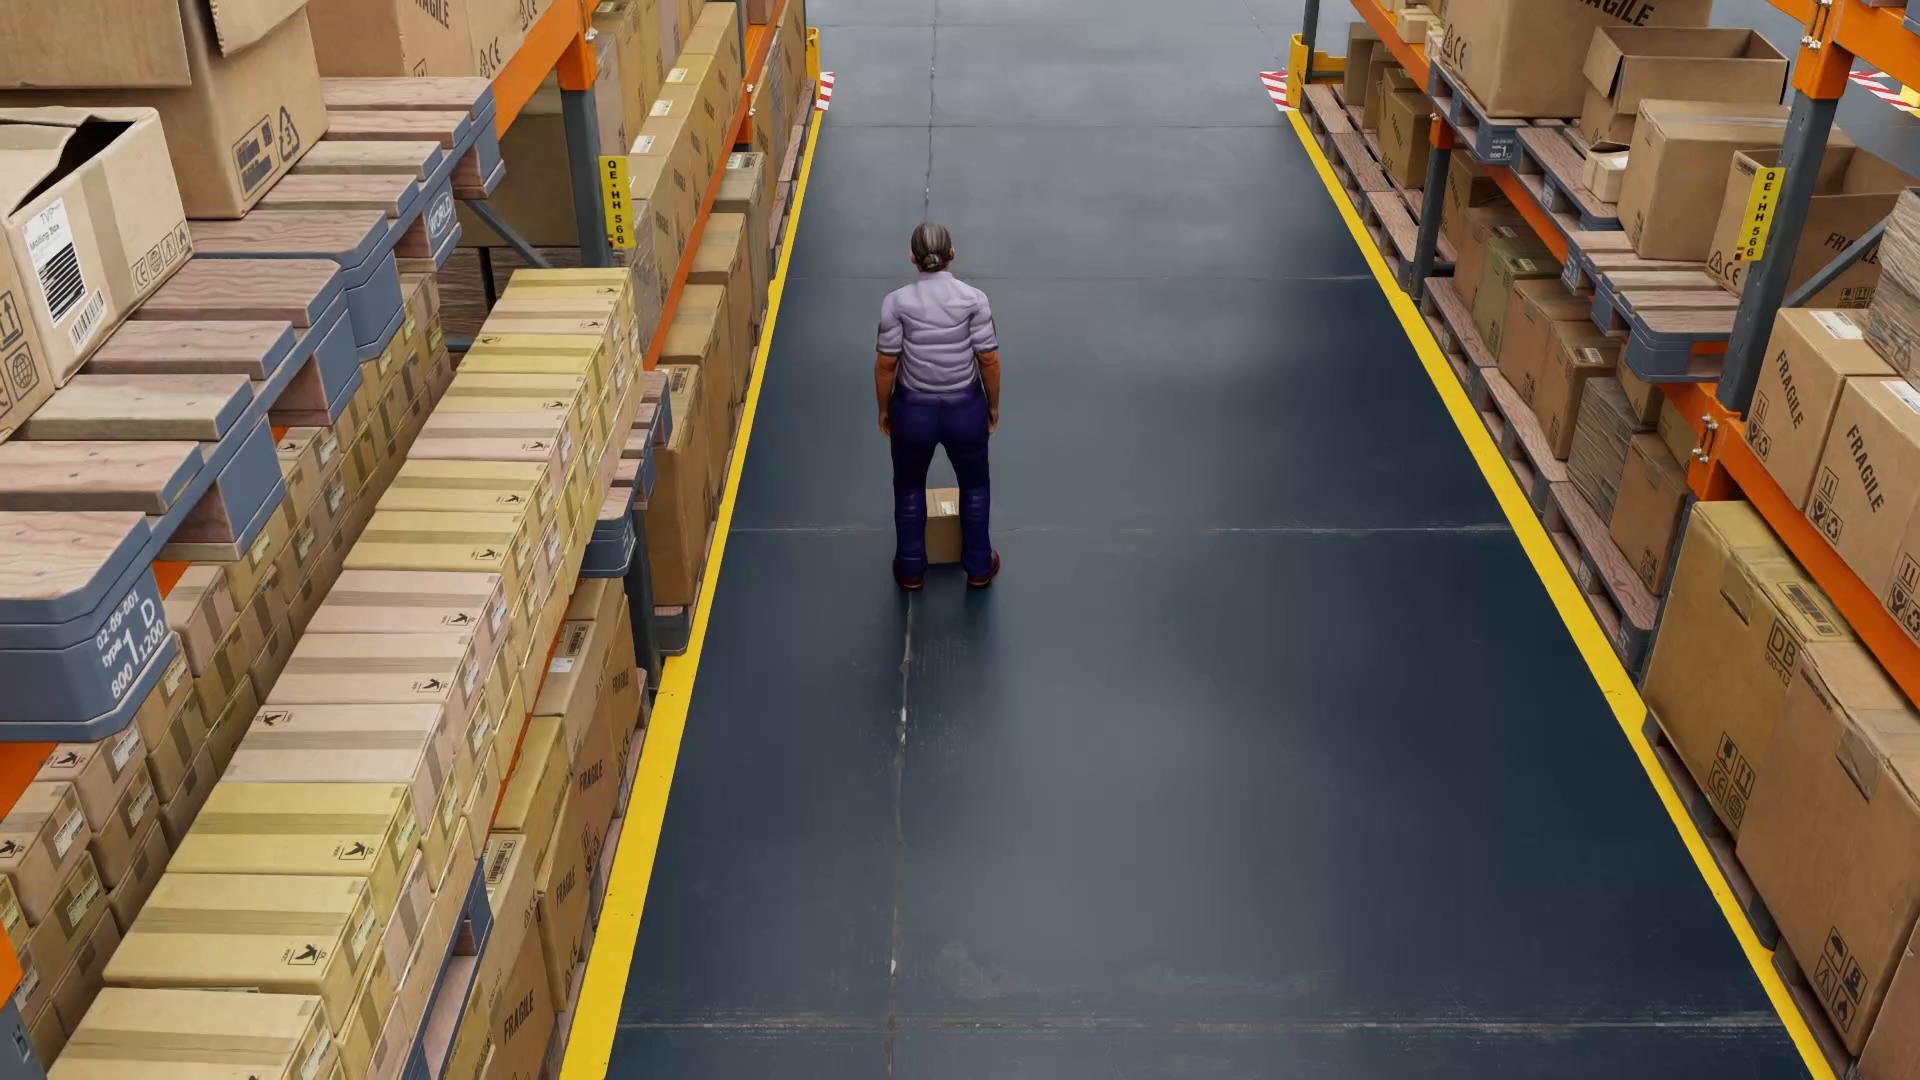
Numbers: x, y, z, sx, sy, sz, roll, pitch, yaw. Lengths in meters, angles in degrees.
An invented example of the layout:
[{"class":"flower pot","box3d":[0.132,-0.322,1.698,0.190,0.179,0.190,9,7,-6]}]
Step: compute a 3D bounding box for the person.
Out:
[{"class":"person","box3d":[-0.084,-0.532,7.004,0.540,1.651,0.372,-1,32,-2]}]
